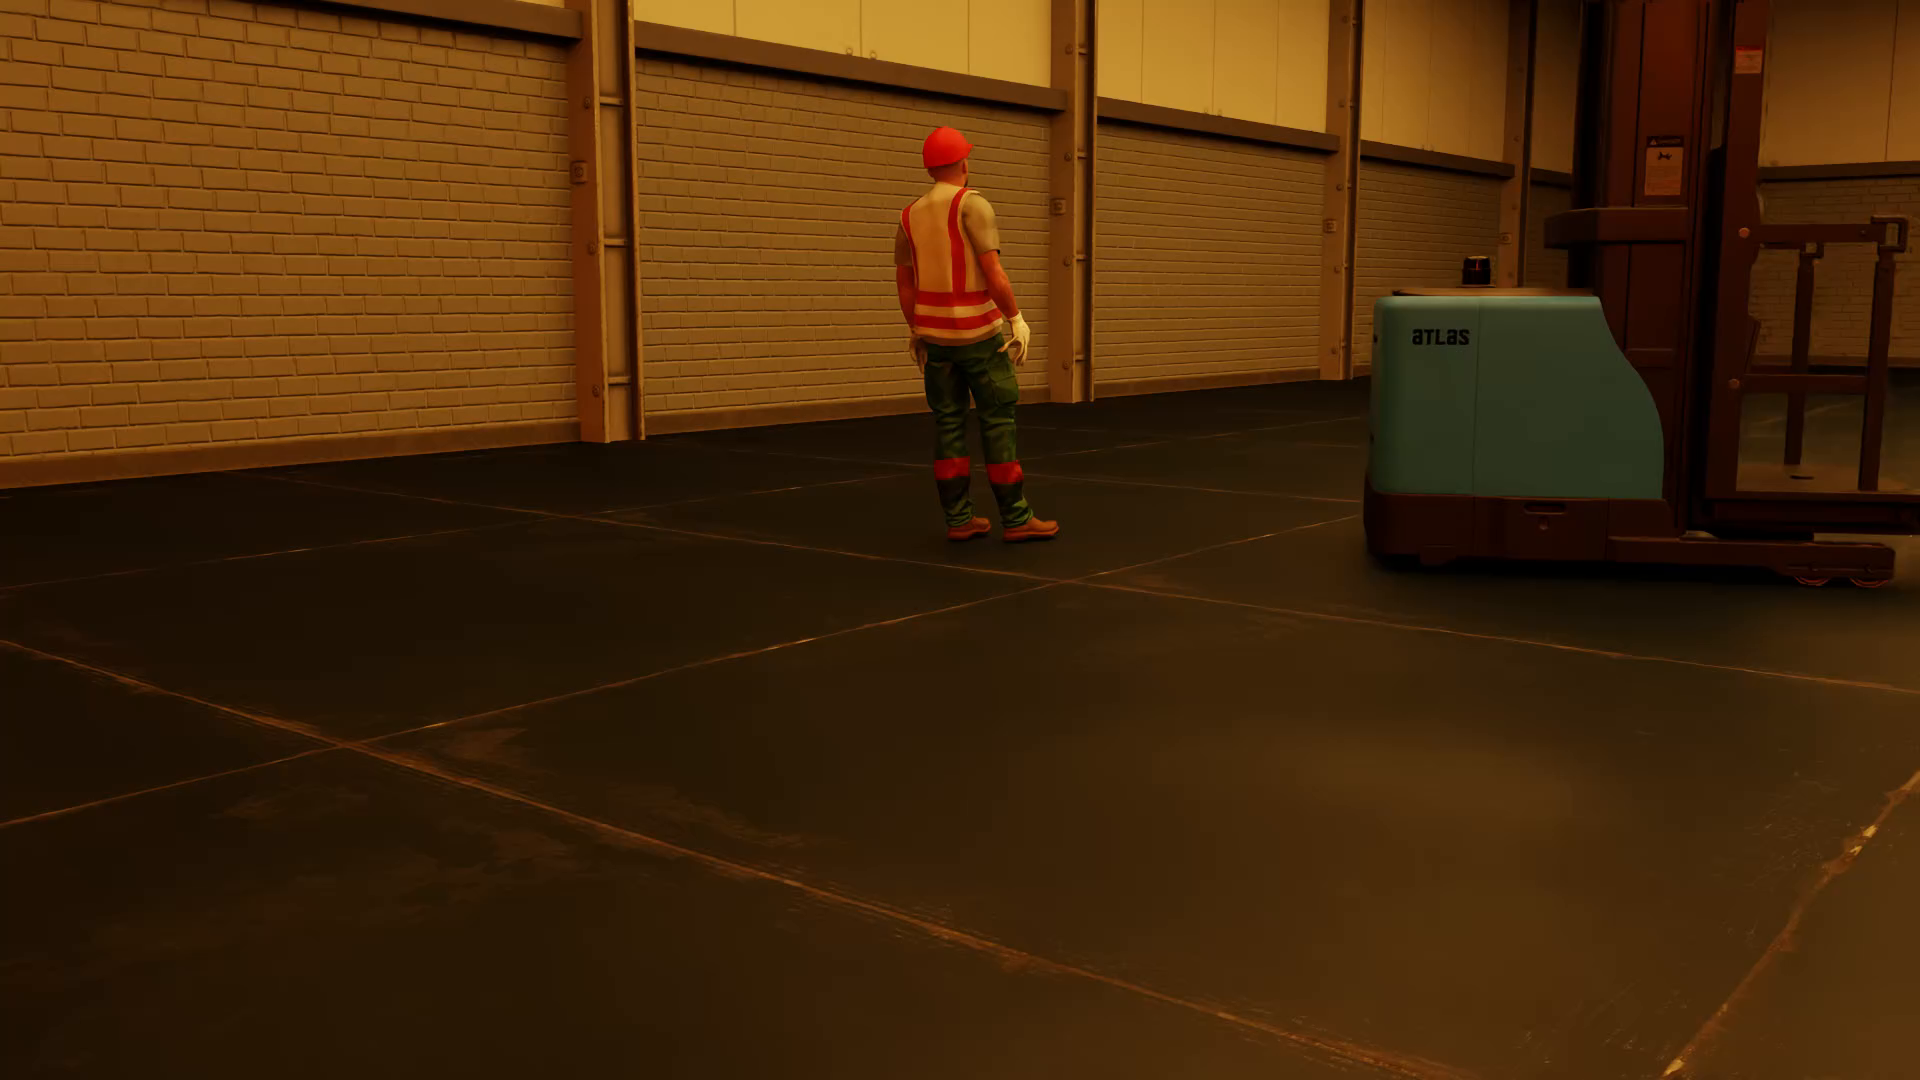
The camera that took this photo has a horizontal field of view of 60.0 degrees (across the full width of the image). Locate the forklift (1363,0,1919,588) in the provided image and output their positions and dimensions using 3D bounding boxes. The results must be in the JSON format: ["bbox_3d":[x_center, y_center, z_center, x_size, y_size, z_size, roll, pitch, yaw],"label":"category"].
[{"bbox_3d":[3.206,-1.355,6.539,3.031,2.935,1.130,2,8,12],"label":"forklift"}]

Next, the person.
[{"bbox_3d":[0.060,-0.900,7.328,0.637,1.787,0.564,7,11,38],"label":"person"}]
